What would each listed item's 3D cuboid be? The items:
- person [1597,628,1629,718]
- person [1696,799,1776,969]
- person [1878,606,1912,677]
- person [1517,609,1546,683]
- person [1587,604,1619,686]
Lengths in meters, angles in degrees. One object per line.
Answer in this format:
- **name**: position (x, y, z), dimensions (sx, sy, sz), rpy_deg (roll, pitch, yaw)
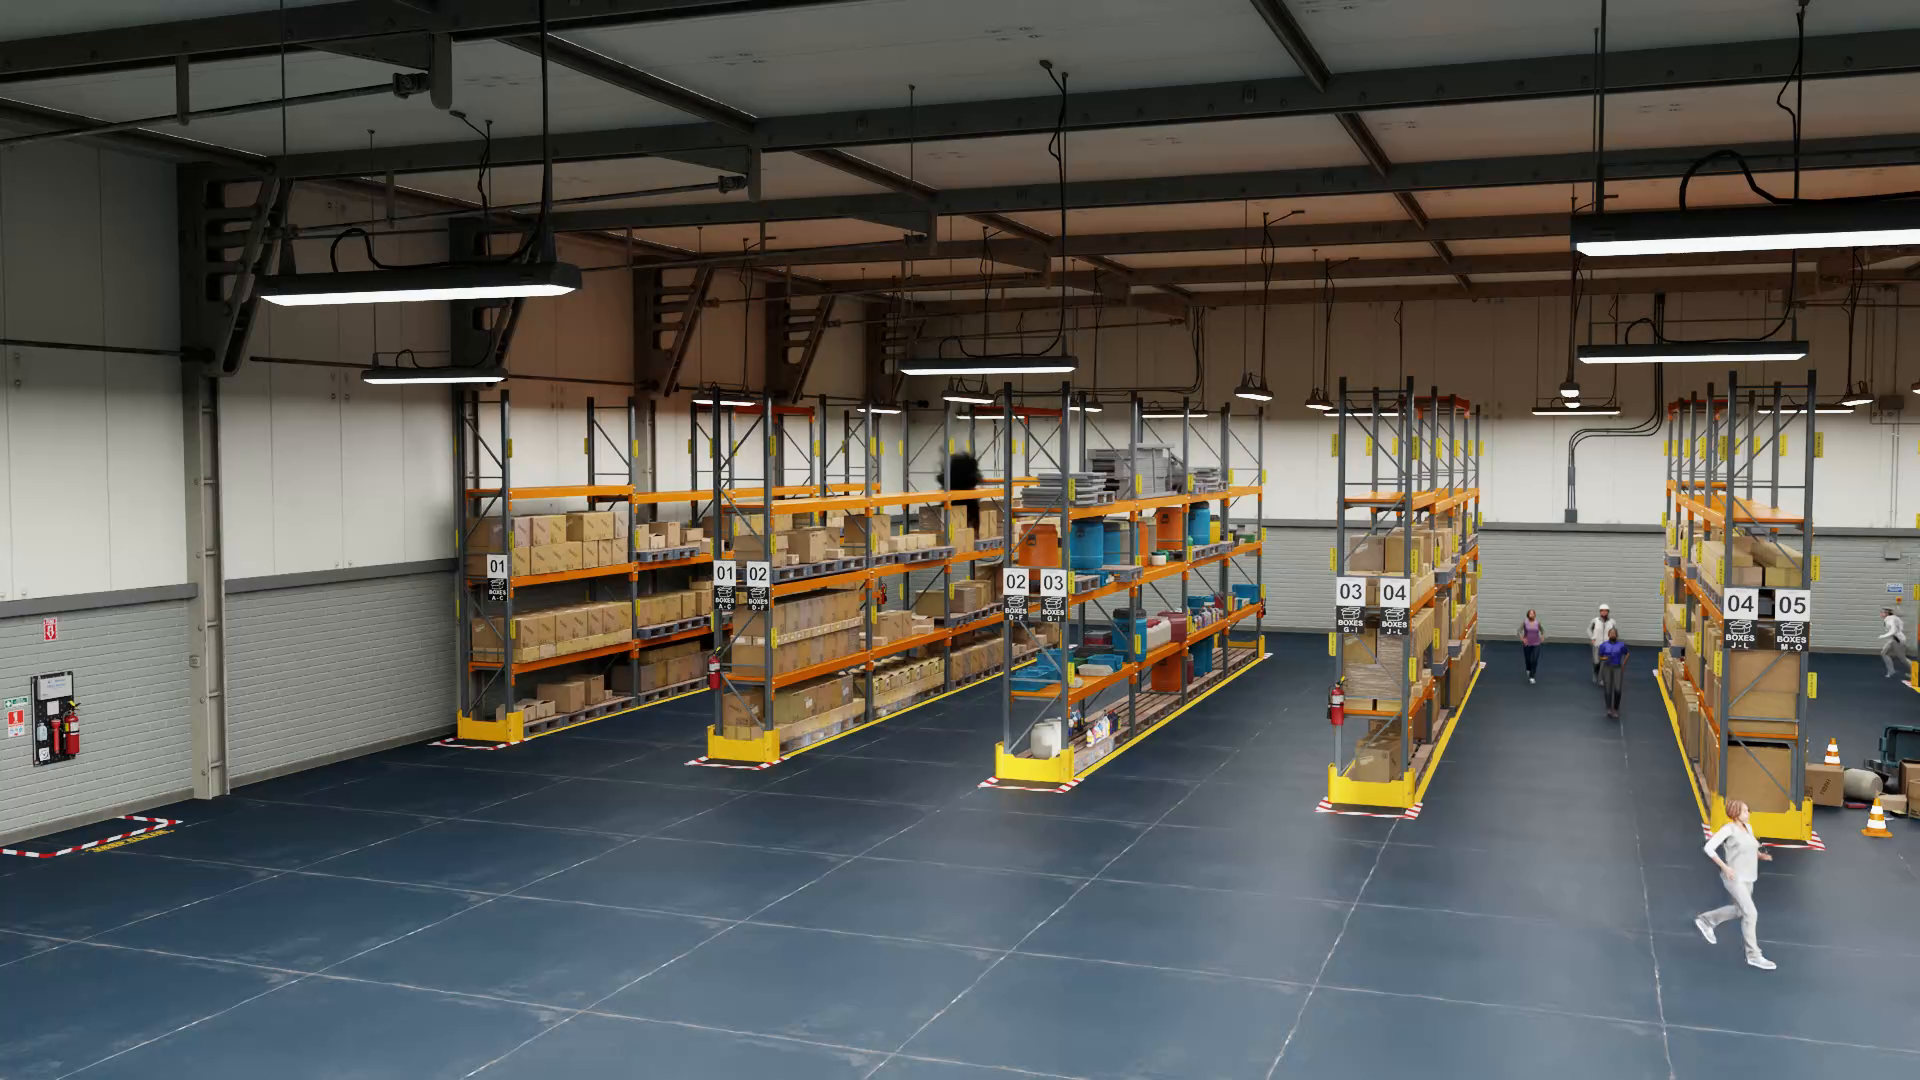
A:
- **person**: position (12.147, 2.484, 30.931), dimensions (0.555, 1.683, 0.660), rpy_deg (1, 3, 21)
- **person**: position (7.554, 3.305, 16.198), dimensions (0.545, 1.575, 0.864), rpy_deg (-2, 4, -35)
- **person**: position (20.478, 2.257, 36.272), dimensions (0.814, 1.611, 0.620), rpy_deg (2, 3, 26)
- **person**: position (12.268, 2.272, 35.709), dimensions (0.589, 1.586, 0.592), rpy_deg (1, 3, 9)
- **person**: position (13.483, 2.211, 34.867), dimensions (0.637, 1.727, 0.567), rpy_deg (1, 3, 18)
